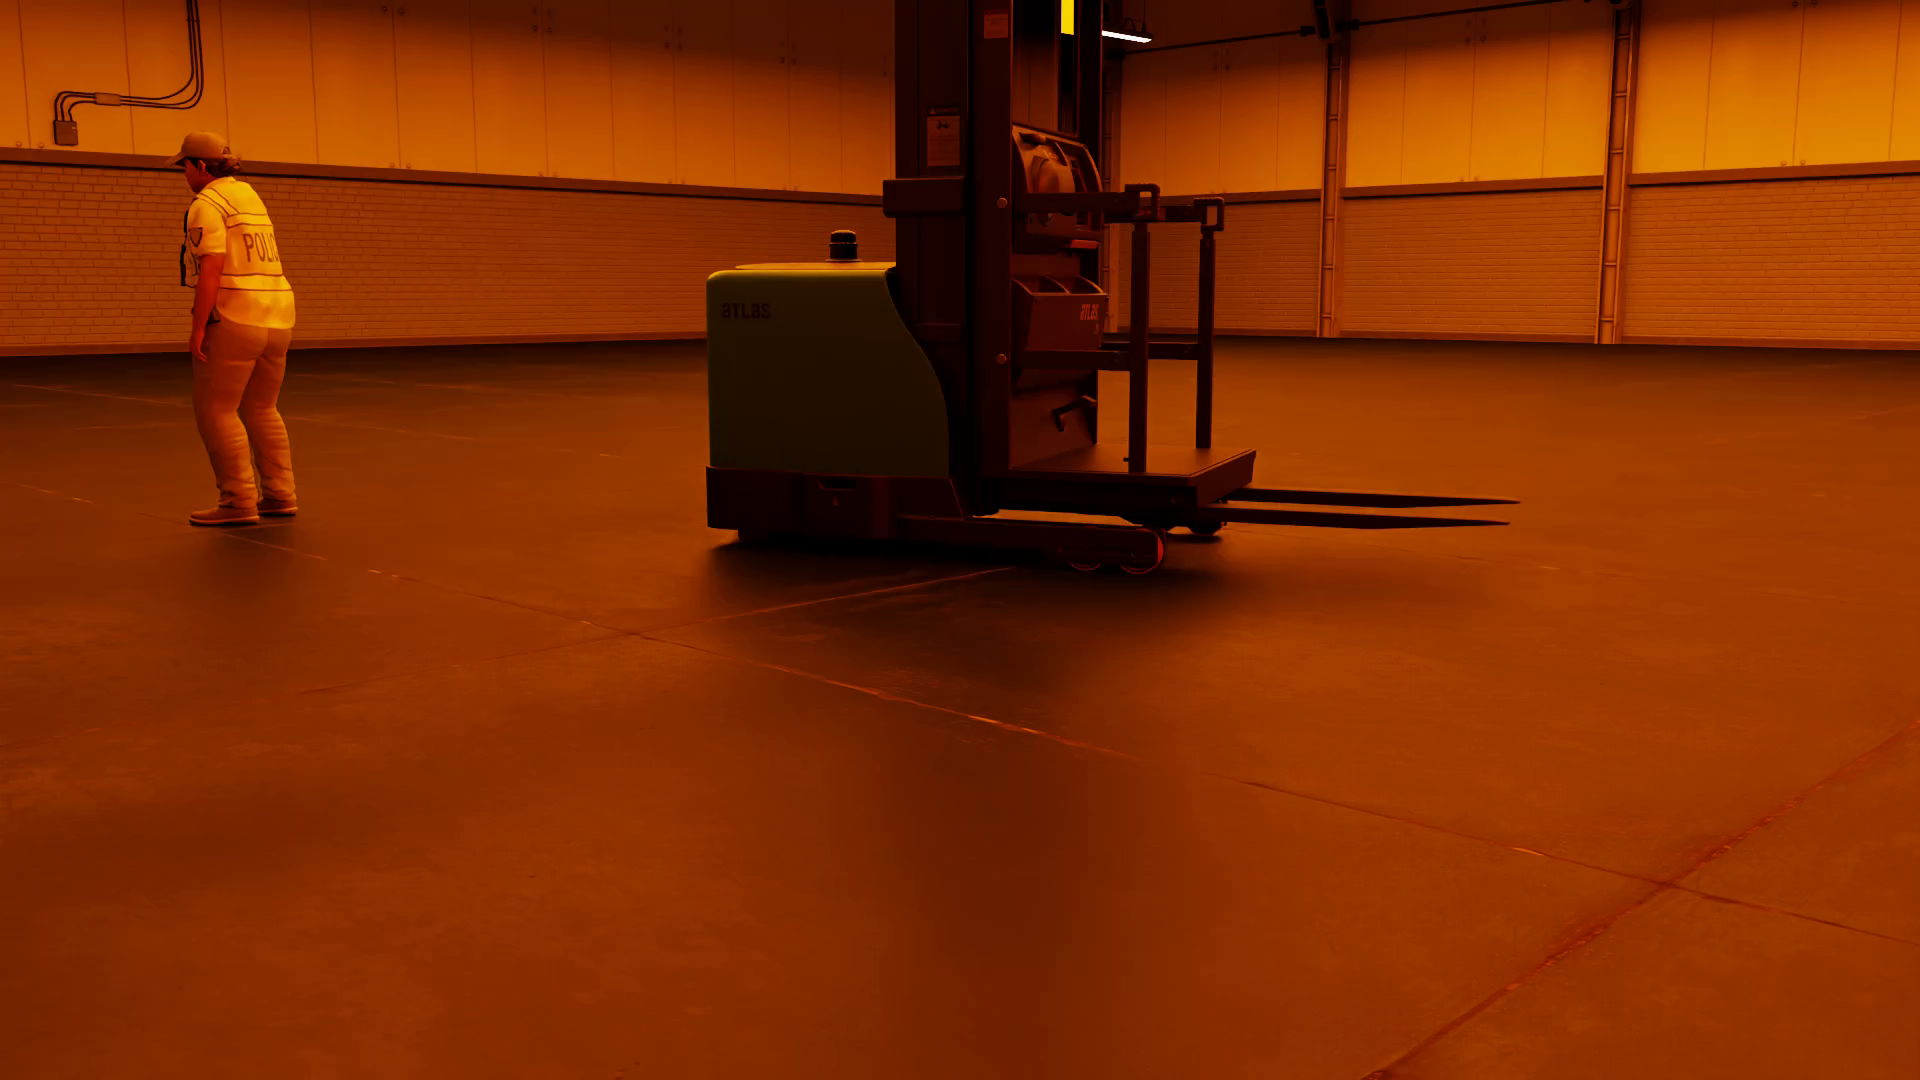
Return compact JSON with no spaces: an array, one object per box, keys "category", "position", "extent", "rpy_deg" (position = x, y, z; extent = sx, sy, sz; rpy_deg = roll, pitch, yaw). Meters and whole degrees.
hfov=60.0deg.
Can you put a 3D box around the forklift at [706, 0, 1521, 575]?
[{"category":"forklift","position":[0.565,-1.416,6.275],"extent":[3.031,2.935,1.130],"rpy_deg":[3,9,22]}]

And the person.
[{"category":"person","position":[-3.138,-0.912,7.188],"extent":[0.465,1.667,0.565],"rpy_deg":[1,9,9]}]
